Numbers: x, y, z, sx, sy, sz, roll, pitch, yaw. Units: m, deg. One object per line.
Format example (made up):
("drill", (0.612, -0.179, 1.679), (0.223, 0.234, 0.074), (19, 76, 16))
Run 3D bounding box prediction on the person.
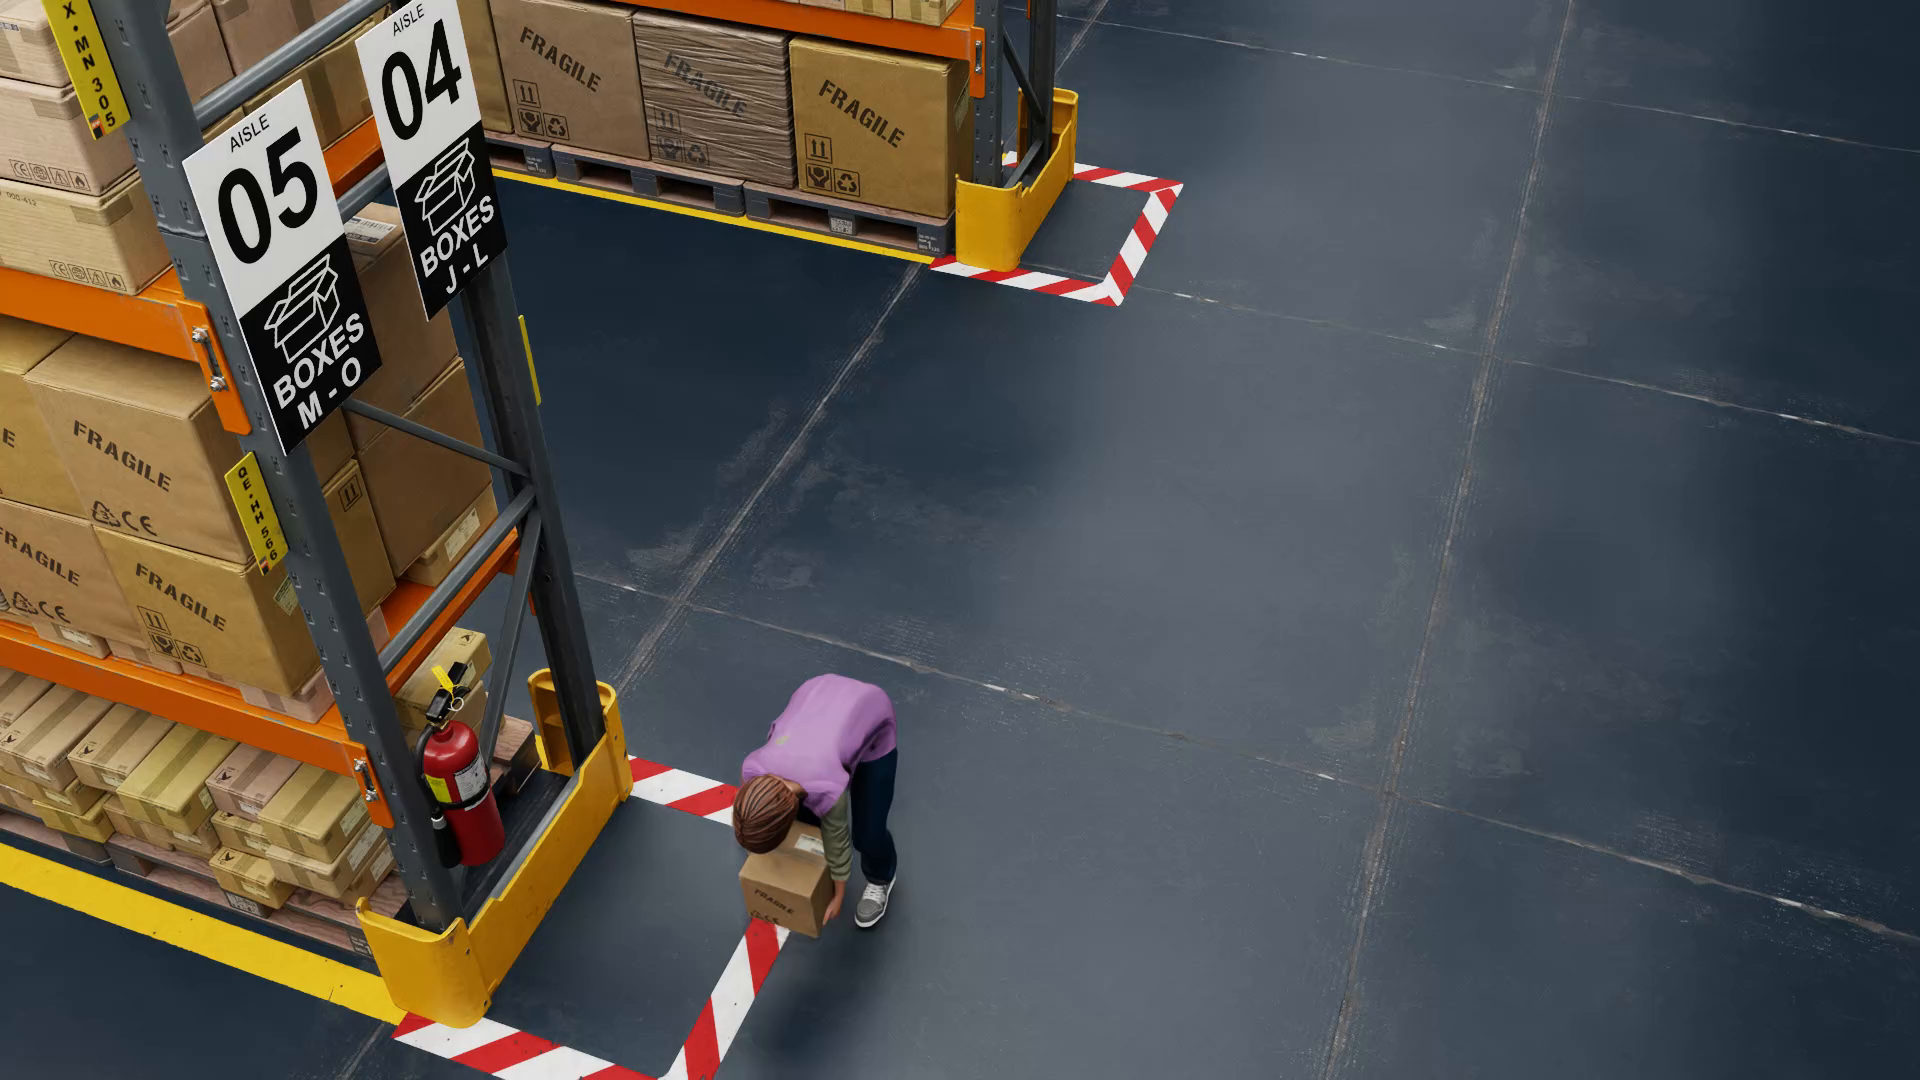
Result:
("person", (-0.476, 0.959, 5.450), (0.385, 1.139, 0.848), (15, 44, 16))
